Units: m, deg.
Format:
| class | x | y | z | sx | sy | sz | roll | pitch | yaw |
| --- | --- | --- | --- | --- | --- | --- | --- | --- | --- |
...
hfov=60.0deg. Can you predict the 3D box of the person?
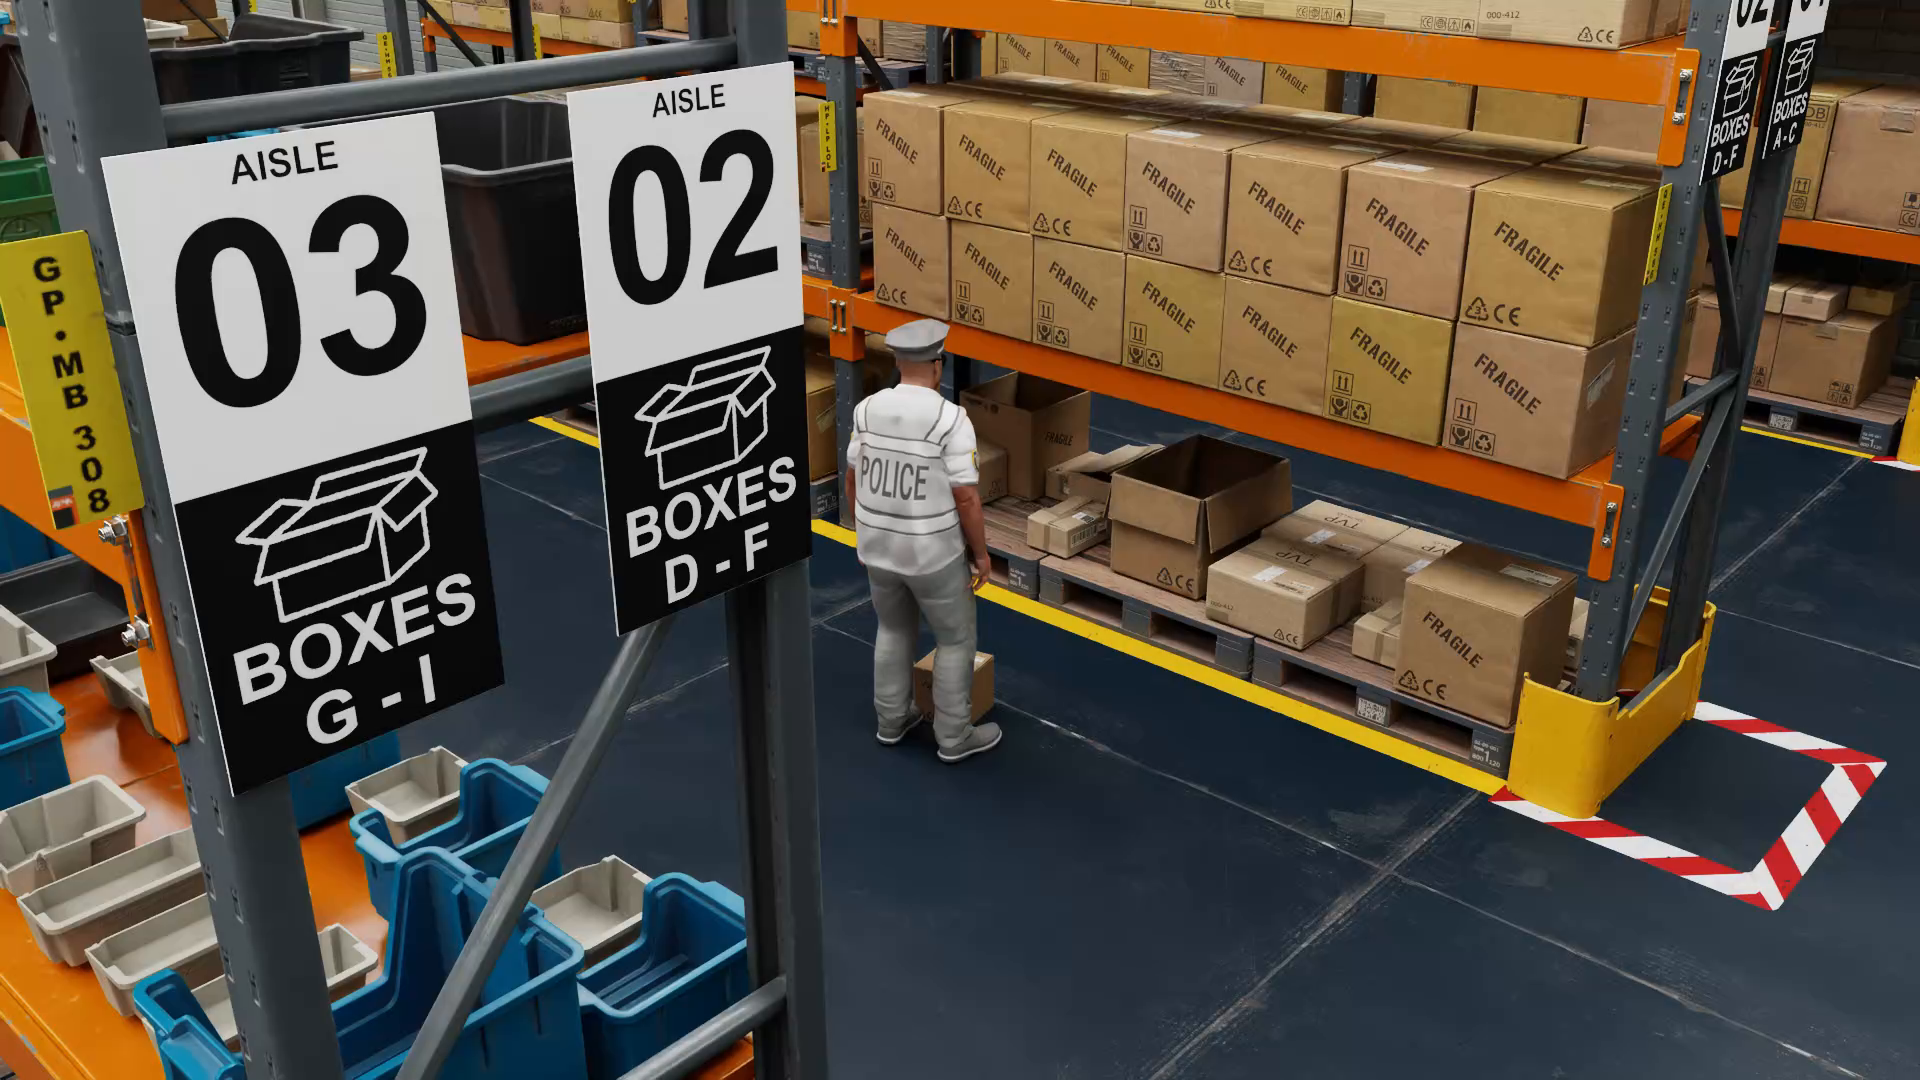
| class | x | y | z | sx | sy | sz | roll | pitch | yaw |
| --- | --- | --- | --- | --- | --- | --- | --- | --- | --- |
| person | -0.167 | 0.029 | 6.522 | 0.606 | 1.750 | 0.431 | 13 | 27 | 26 |
